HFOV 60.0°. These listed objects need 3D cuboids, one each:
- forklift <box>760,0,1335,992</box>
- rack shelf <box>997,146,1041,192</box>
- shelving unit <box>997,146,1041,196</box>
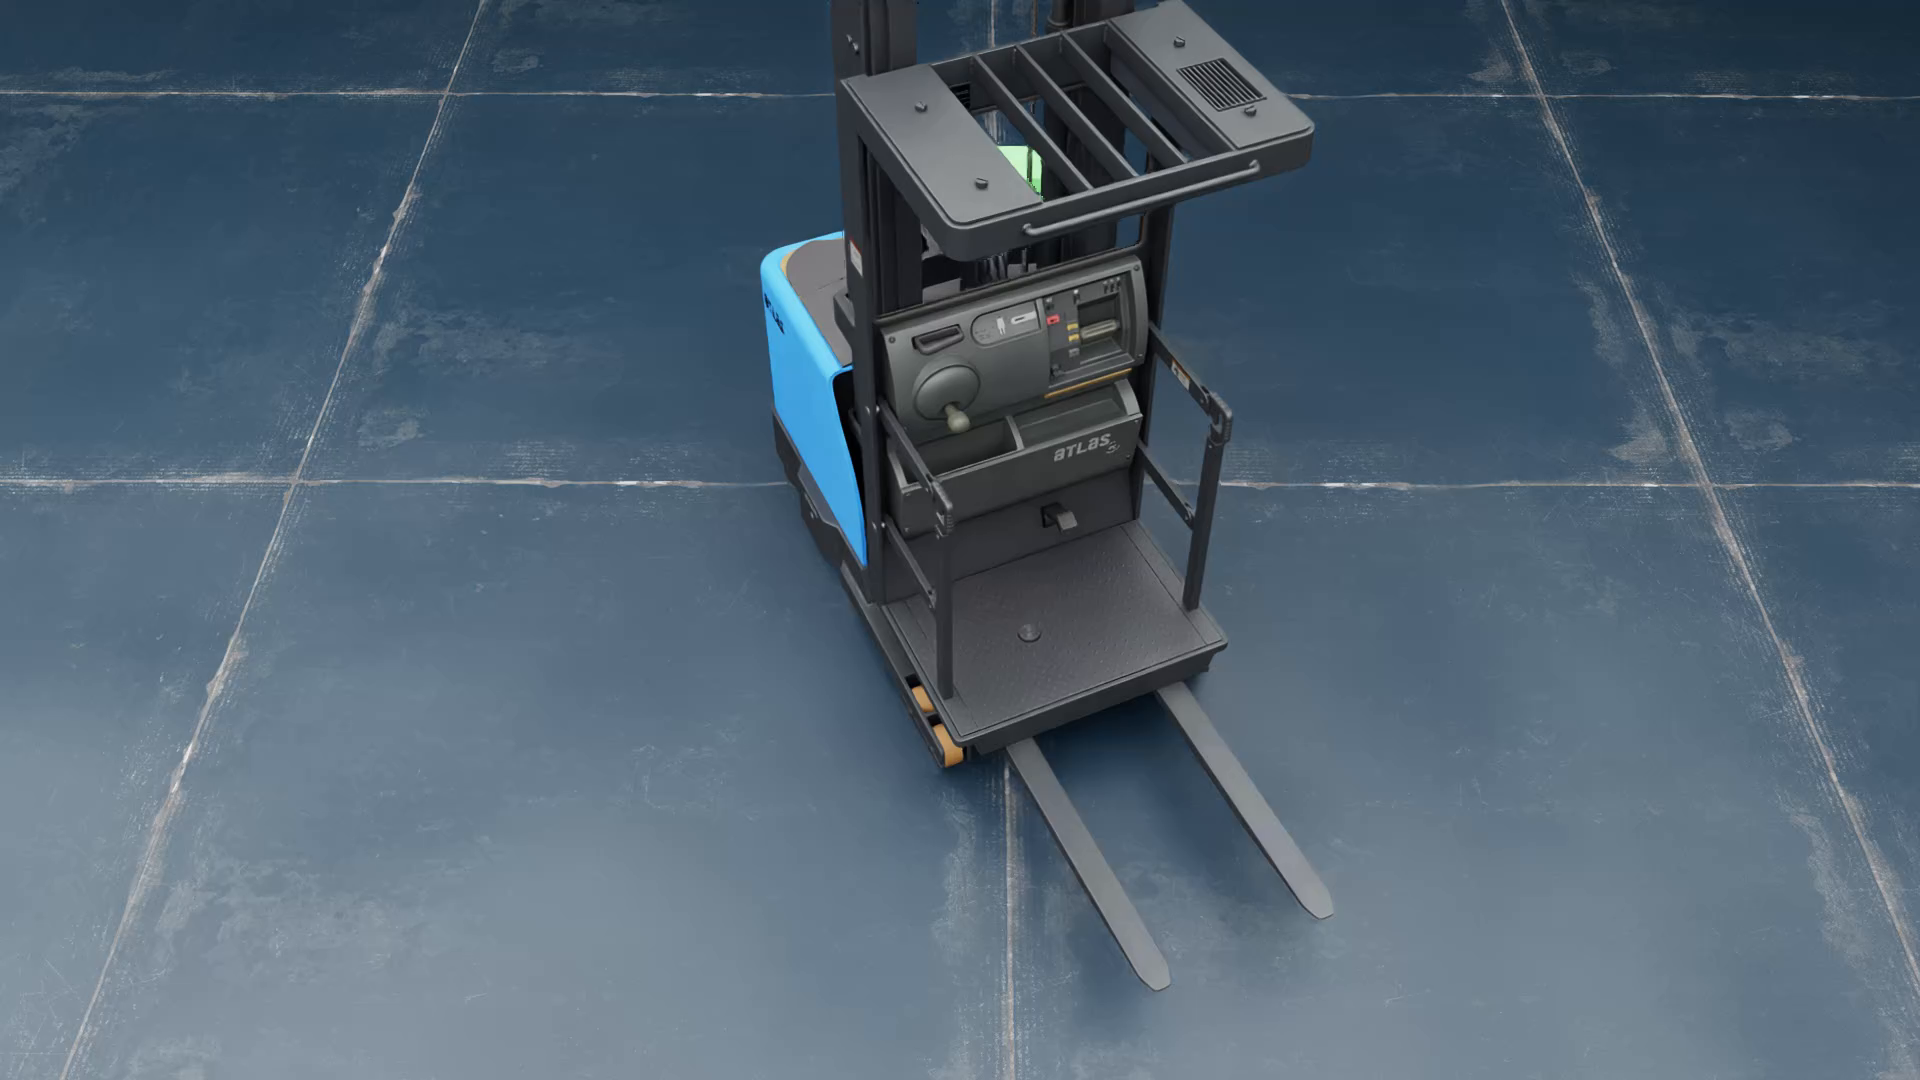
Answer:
[{"bbox_3d":[0.286,-0.541,5.332,1.130,2.935,3.031,-19,50,-16],"label":"forklift"},{"bbox_3d":[0.259,-1.500,6.834,0.480,0.148,0.258,0,45,0],"label":"rack shelf"},{"bbox_3d":[0.259,-1.208,7.130,0.503,1.200,0.258,0,45,0],"label":"shelving unit"}]
